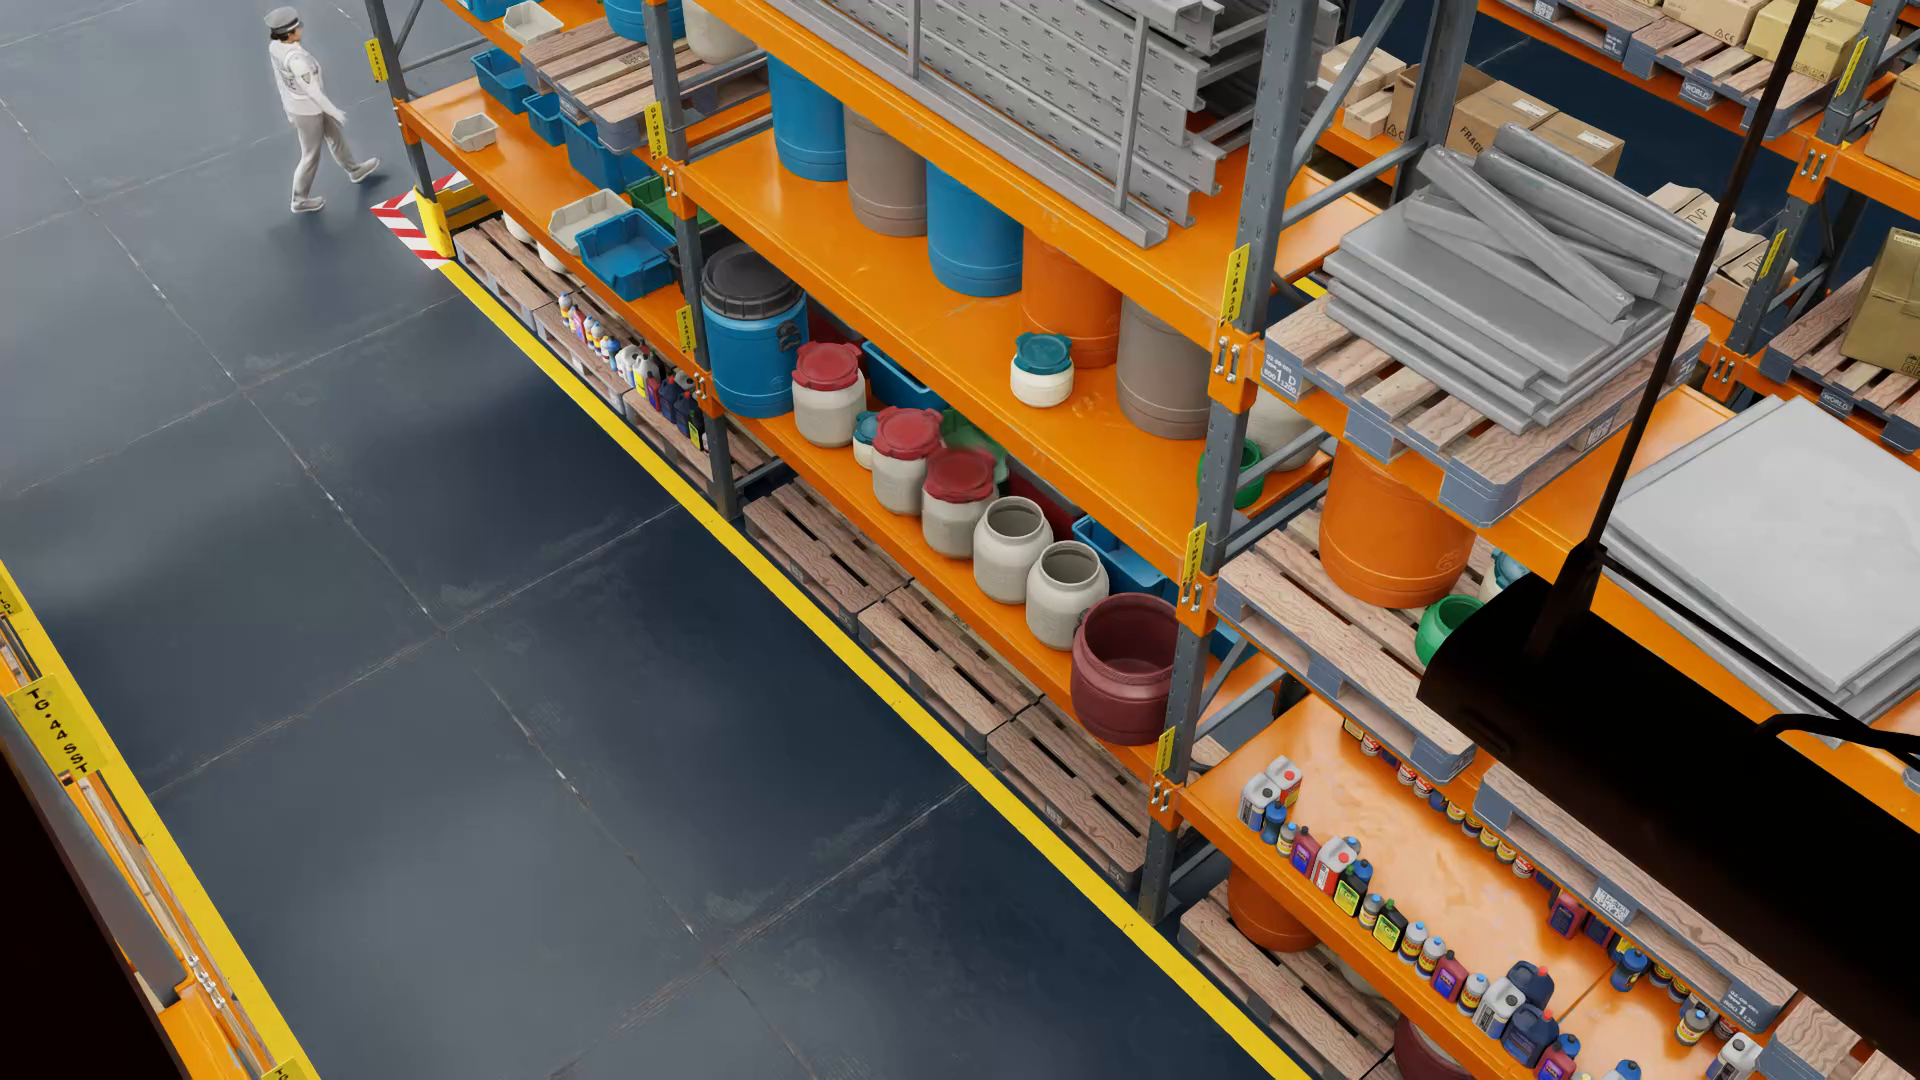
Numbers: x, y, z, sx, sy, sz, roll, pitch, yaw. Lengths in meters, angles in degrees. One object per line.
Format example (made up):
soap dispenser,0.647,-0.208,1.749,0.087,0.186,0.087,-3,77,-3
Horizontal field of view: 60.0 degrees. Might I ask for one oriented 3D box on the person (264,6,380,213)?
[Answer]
person,-5.090,-3.394,13.078,0.840,1.642,0.486,-26,52,-23
